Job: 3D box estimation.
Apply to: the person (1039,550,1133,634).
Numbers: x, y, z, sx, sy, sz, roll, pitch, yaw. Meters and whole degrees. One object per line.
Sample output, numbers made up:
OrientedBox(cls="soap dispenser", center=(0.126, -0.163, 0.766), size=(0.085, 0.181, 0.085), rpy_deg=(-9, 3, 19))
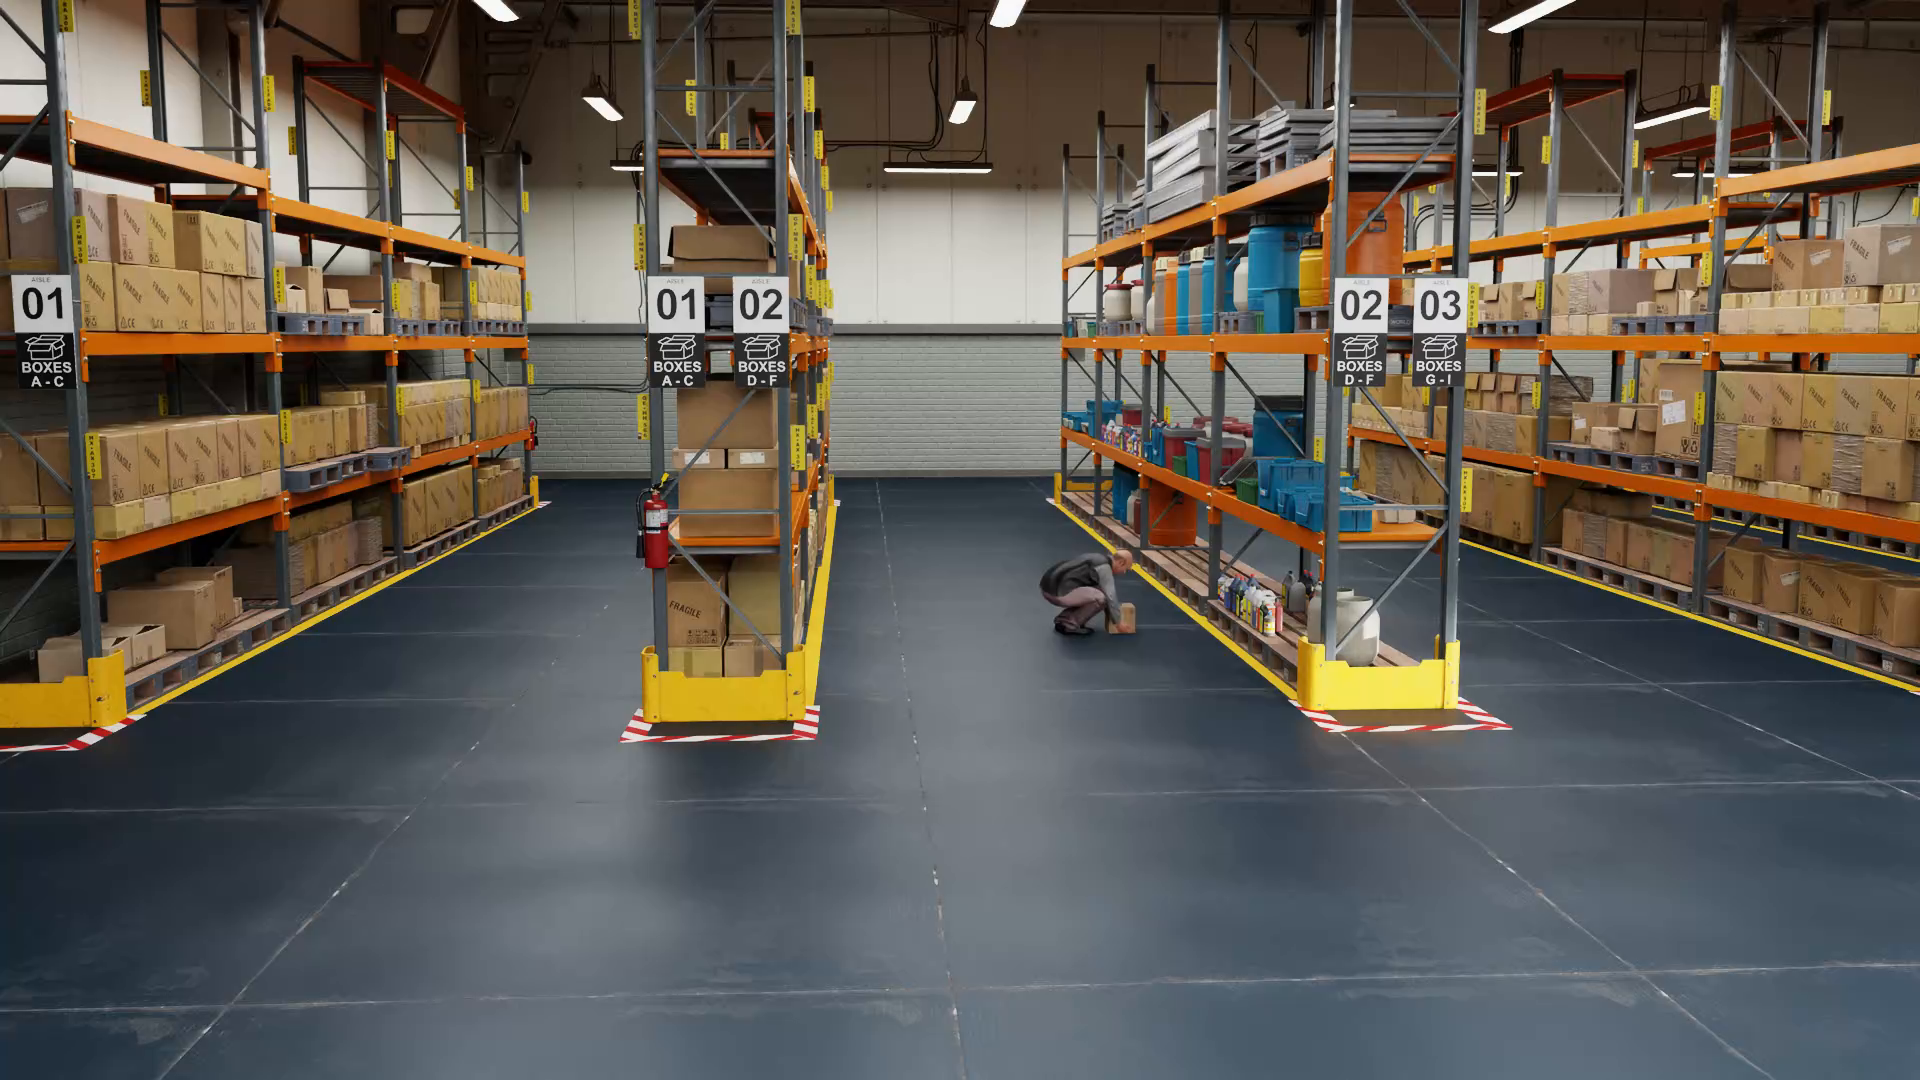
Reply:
OrientedBox(cls="person", center=(1.205, 0.515, 15.785), size=(0.897, 0.826, 0.520), rpy_deg=(0, 7, -4))
